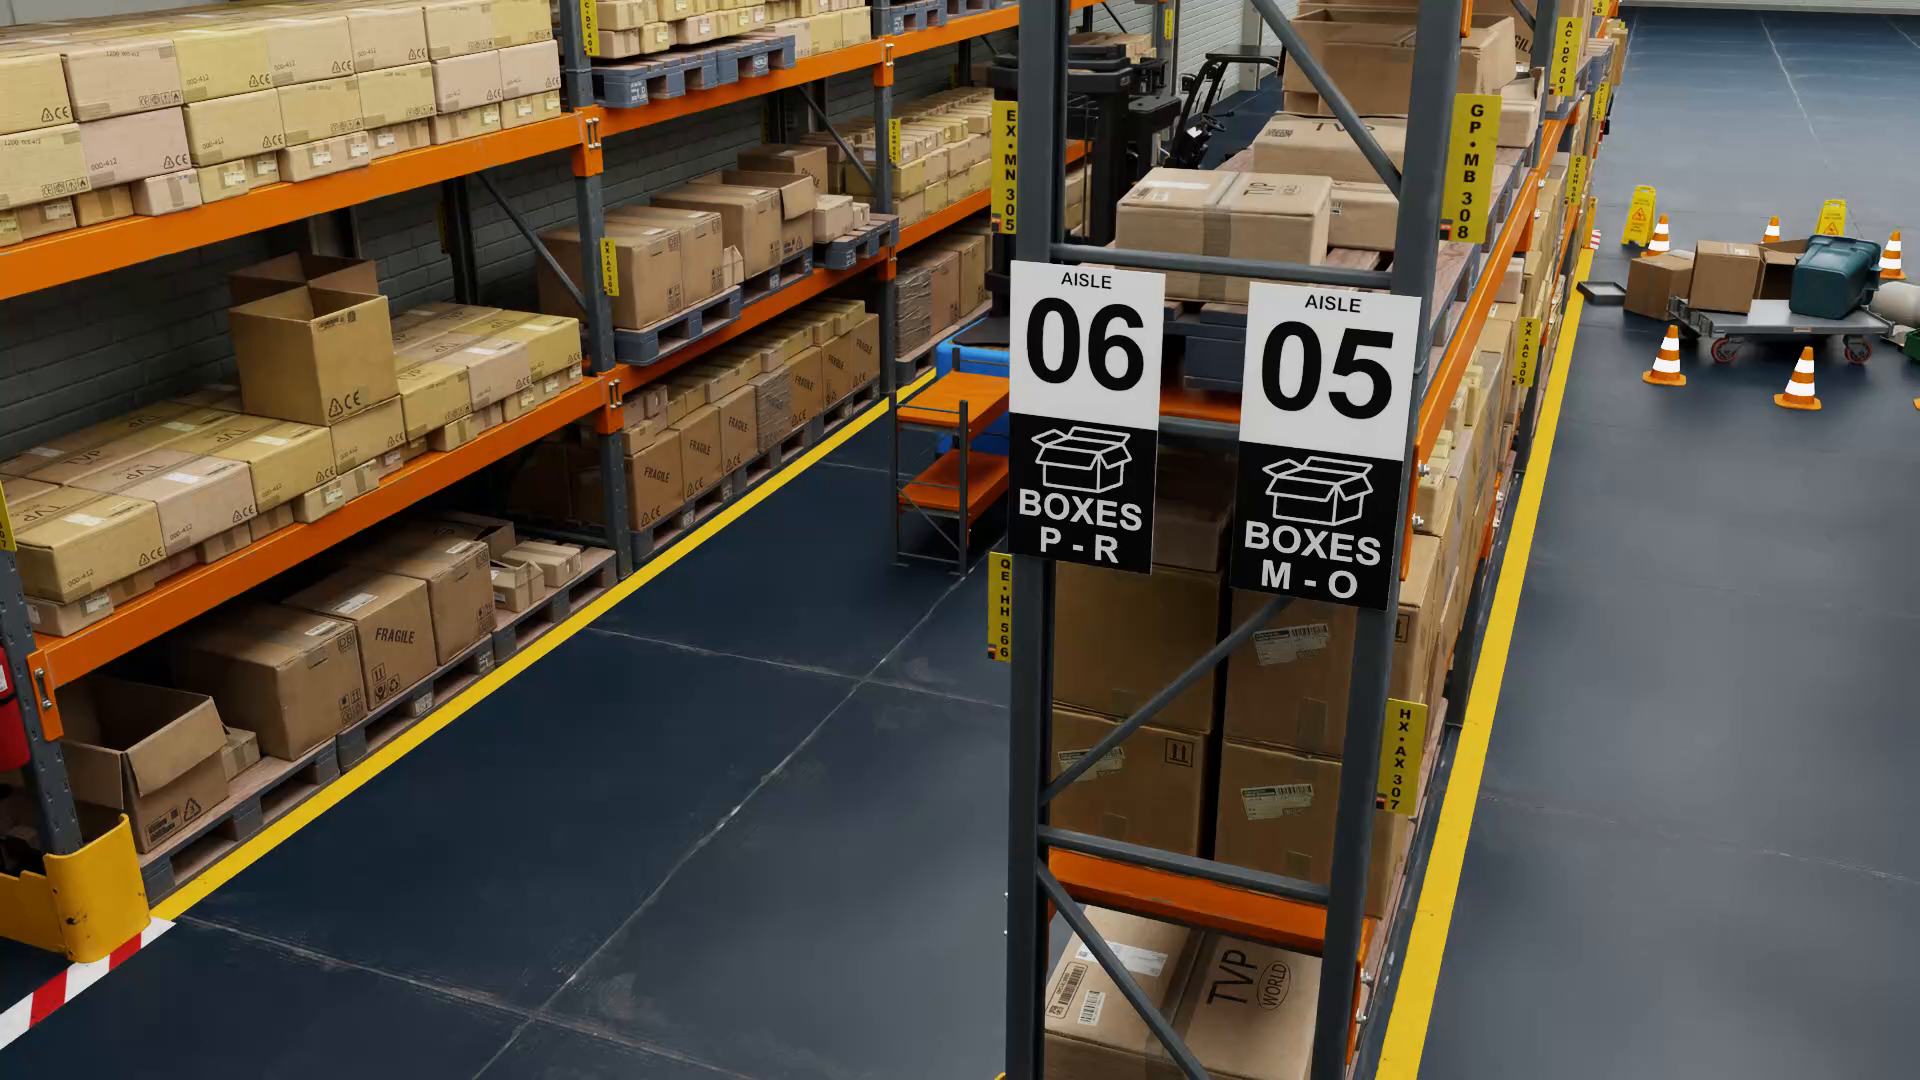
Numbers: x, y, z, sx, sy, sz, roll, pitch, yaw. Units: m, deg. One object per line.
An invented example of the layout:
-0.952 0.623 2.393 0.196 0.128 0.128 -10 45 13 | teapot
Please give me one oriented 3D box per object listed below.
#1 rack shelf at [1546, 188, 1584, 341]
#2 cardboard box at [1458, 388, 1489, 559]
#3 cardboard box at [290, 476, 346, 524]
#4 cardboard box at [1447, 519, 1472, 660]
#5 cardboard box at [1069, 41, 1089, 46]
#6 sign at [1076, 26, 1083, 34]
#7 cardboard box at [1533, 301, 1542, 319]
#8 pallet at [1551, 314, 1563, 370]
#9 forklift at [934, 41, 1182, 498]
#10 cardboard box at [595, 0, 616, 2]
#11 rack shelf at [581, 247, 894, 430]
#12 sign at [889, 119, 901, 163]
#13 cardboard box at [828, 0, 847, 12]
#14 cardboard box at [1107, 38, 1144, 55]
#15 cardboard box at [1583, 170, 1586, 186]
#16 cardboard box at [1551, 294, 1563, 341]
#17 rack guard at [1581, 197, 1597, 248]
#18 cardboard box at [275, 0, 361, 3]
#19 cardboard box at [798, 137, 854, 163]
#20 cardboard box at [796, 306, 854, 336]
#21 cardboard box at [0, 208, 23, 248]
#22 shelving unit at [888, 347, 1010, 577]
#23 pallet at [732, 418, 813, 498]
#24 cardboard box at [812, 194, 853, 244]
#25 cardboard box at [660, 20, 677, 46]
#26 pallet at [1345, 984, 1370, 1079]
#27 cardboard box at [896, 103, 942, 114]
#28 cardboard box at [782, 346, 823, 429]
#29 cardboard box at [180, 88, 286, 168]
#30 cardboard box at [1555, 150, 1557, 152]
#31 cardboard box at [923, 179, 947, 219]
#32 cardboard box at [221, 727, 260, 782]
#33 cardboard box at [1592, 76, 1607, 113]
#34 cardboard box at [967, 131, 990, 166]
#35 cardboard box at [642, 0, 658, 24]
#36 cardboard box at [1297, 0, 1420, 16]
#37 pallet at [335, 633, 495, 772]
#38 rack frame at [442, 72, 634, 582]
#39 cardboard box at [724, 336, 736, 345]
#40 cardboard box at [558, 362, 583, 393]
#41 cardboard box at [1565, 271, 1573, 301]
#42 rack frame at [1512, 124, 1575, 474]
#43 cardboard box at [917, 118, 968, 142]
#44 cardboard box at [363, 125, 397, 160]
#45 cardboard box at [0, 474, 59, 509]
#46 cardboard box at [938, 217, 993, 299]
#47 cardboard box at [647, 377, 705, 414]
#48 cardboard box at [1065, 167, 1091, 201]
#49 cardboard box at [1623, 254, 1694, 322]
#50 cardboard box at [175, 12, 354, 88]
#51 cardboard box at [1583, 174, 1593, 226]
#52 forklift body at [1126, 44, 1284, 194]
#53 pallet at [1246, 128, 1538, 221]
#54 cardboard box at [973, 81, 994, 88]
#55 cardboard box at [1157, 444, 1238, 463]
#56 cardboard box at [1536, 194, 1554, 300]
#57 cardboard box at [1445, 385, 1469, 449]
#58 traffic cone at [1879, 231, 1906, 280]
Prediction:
4.339 -2.330 13.371 1.077 0.370 4.000 9 24 20 | rack shelf
1.621 -0.272 6.083 0.500 0.500 0.500 9 24 20 | cardboard box
-3.084 -0.209 7.686 0.380 0.149 0.250 8 24 19 | cardboard box
1.607 0.193 6.266 0.500 0.500 0.500 10 25 22 | cardboard box
1.241 -5.542 18.769 0.380 0.149 0.250 10 25 22 | cardboard box
1.444 -6.036 20.084 0.100 0.325 0.005 9 24 20 | sign
2.915 -1.161 9.184 0.500 0.250 0.500 9 24 21 | cardboard box
4.794 -1.813 14.816 1.003 0.211 1.213 9 24 20 | pallet
0.896 -2.106 11.990 1.130 2.935 3.031 10 25 23 | forklift
-2.064 -3.119 9.161 0.396 0.266 0.258 9 24 20 | cardboard box
-1.757 -1.608 11.642 1.077 0.370 4.000 9 24 20 | rack shelf
-0.507 -3.079 12.831 0.100 0.325 0.005 9 24 20 | sign
-1.037 -3.904 11.989 0.380 0.149 0.250 8 24 19 | cardboard box
1.885 -5.653 19.034 0.380 0.149 0.250 9 24 21 | cardboard box
5.496 -3.329 15.154 0.380 0.149 0.250 9 24 20 | cardboard box
4.625 -1.914 14.304 0.950 0.372 0.625 10 25 23 | cardboard box
6.539 -3.629 18.789 1.175 0.500 0.348 9 24 20 | rack guard
-3.126 -2.583 8.311 0.500 0.250 0.500 8 24 19 | cardboard box
-1.081 -3.147 13.421 0.380 0.149 0.250 10 25 22 | cardboard box
-1.035 -1.681 12.738 0.380 0.149 0.250 7 24 17 | cardboard box
-3.651 -1.142 6.027 0.380 0.149 0.250 9 24 21 | cardboard box
-0.003 -0.517 10.527 0.538 1.125 1.048 9 24 20 | shelving unit
-1.781 -0.672 12.086 1.003 0.211 1.213 9 24 20 | pallet
-1.105 -2.357 12.150 0.500 0.250 0.500 8 24 18 | cardboard box
-1.888 -2.975 9.740 0.380 0.149 0.250 9 24 21 | cardboard box
0.849 1.906 5.914 1.003 0.211 1.213 9 24 20 | pallet
-0.381 -3.889 15.198 0.380 0.149 0.250 9 24 20 | cardboard box
-1.359 -1.149 12.307 0.500 0.500 0.500 10 25 22 | cardboard box
-3.196 -1.731 6.920 0.500 0.250 0.500 8 24 18 | cardboard box
3.978 -2.452 11.667 0.500 0.500 0.500 8 24 19 | cardboard box
-0.431 -2.890 13.971 0.500 0.250 0.500 8 24 19 | cardboard box
-3.477 0.977 7.674 0.380 0.149 0.250 8 24 18 | cardboard box
5.446 -4.149 14.979 0.700 0.500 0.500 9 24 20 | cardboard box
-0.058 -3.491 14.763 0.500 0.250 0.500 9 24 21 | cardboard box
-1.949 -3.020 9.461 0.380 0.149 0.250 9 24 21 | cardboard box
1.697 -2.005 6.962 0.500 0.500 0.500 9 24 21 | cardboard box
-3.208 0.746 8.691 1.003 0.211 1.213 9 24 20 | pallet
-2.500 -1.225 9.790 1.000 3.000 0.127 9 24 20 | rack frame
-1.878 -1.478 12.252 0.380 0.149 0.250 8 24 19 | cardboard box
-2.384 -0.958 9.479 0.380 0.149 0.250 9 24 21 | cardboard box
5.551 -2.476 15.807 0.500 0.250 0.500 8 24 18 | cardboard box
3.596 -1.947 11.519 1.000 3.000 0.127 9 24 20 | rack frame
-0.153 -3.537 14.354 0.380 0.149 0.250 9 24 21 | cardboard box
-2.871 -1.870 7.769 0.380 0.149 0.250 9 24 21 | cardboard box
-4.061 -0.064 6.820 0.500 0.250 0.500 10 24 22 | cardboard box
-0.007 -2.721 15.907 0.875 0.625 0.625 9 24 20 | cardboard box
-1.915 -0.958 11.009 0.380 0.149 0.250 8 24 19 | cardboard box
1.142 -3.784 17.641 0.500 0.250 0.500 9 24 20 | cardboard box
6.743 -2.414 15.878 0.500 0.500 0.500 -12 25 -26 | cardboard box
-3.027 -2.144 7.259 0.500 0.250 0.500 9 24 21 | cardboard box
6.321 -3.569 17.453 0.500 0.500 0.500 10 25 22 | cardboard box
2.947 -4.187 17.984 2.313 2.155 1.214 9 24 20 | forklift body
1.796 -1.567 6.833 1.003 0.211 1.213 9 24 20 | pallet
0.353 -4.585 16.863 0.380 0.149 0.250 9 24 20 | cardboard box
0.661 -0.246 5.180 0.380 0.149 0.250 9 24 20 | cardboard box
3.078 -1.690 9.477 0.500 0.500 0.500 8 24 19 | cardboard box
1.509 -0.440 5.644 0.380 0.149 0.250 9 24 21 | cardboard box
9.685 -2.980 17.283 0.336 0.463 0.334 9 24 20 | traffic cone
